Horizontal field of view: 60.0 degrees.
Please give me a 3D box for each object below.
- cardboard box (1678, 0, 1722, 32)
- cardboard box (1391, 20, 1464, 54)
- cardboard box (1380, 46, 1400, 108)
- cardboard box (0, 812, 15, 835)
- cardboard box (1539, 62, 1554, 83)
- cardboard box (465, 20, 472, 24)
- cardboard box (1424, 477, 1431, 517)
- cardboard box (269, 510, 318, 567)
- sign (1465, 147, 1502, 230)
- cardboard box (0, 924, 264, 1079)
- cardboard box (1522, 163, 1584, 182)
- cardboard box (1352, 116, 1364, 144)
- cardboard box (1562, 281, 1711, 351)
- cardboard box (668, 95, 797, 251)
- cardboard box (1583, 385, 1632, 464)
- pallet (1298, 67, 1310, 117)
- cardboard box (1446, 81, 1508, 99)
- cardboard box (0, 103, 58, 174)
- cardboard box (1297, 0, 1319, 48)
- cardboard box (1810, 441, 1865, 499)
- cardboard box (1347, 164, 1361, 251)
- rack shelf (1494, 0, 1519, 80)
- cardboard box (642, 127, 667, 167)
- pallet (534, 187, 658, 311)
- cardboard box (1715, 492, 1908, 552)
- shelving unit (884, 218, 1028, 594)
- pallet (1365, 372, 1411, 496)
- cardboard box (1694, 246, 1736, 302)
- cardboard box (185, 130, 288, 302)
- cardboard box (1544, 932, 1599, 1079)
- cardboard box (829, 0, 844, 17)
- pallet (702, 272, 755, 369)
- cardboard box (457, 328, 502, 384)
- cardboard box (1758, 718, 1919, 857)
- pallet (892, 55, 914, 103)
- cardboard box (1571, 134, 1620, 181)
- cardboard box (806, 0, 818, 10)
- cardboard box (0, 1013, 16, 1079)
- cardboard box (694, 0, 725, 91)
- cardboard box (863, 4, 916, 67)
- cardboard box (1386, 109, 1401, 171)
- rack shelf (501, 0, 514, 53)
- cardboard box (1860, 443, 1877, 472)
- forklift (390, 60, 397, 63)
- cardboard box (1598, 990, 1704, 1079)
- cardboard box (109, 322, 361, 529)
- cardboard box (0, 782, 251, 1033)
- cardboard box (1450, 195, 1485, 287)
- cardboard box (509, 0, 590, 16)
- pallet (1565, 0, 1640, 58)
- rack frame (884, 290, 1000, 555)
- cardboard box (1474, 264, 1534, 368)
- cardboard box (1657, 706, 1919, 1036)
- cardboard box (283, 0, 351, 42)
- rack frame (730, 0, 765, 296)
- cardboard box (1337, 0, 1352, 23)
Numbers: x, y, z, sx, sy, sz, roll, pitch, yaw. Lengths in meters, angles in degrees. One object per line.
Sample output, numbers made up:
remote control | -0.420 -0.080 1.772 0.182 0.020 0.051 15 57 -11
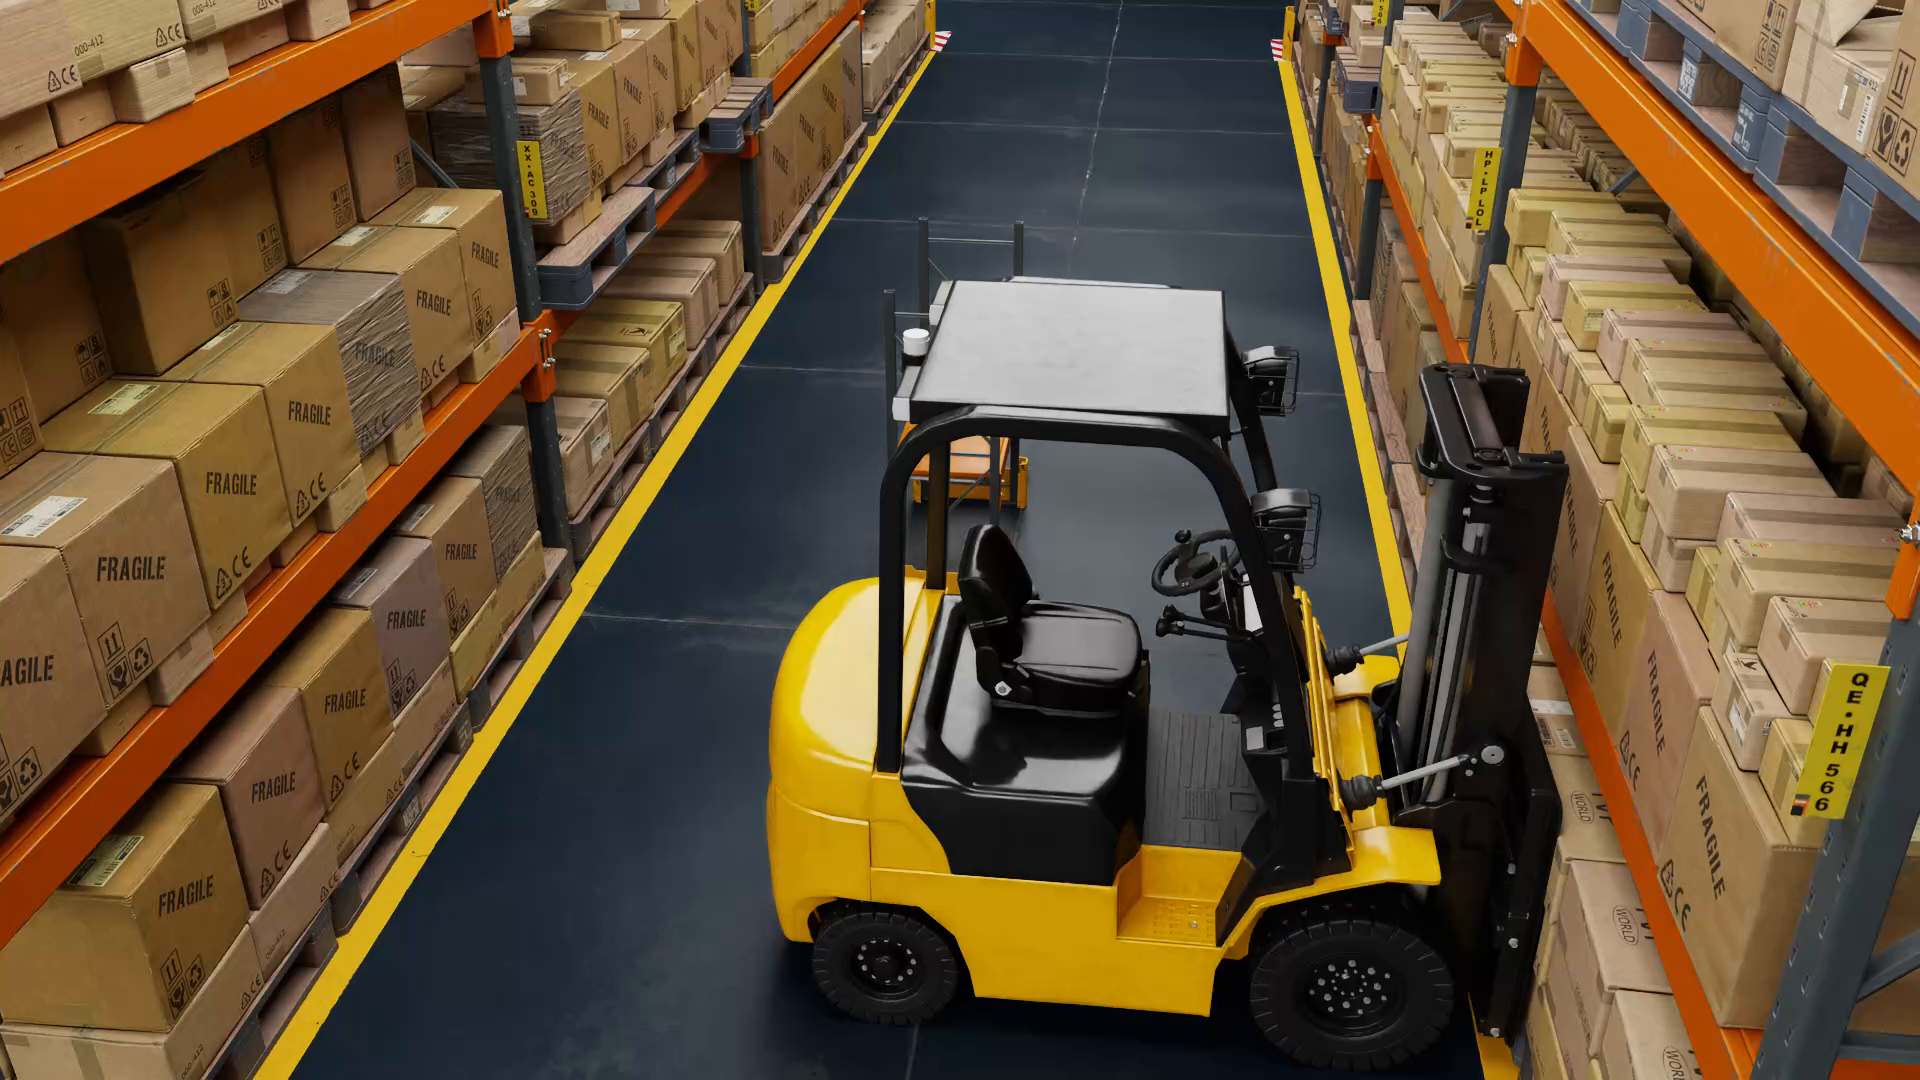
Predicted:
cardboard box | 2.244 -1.554 4.153 0.797 0.503 0.637 4 29 8
cardboard box | 2.746 -2.950 9.774 0.380 0.149 0.250 4 29 8
cardboard box | 2.756 -2.714 9.756 0.500 0.250 0.500 3 28 6
cardboard box | -2.582 0.688 4.074 0.380 0.149 0.250 3 29 6
cardboard box | 3.155 -2.432 8.812 0.380 0.149 0.250 3 28 6
cardboard box | -2.425 -2.489 8.161 0.380 0.149 0.250 2 28 4
cardboard box | 2.640 -0.256 7.624 0.875 0.625 0.625 5 29 8
cardboard box | -2.343 -0.042 5.430 0.380 0.149 0.250 3 28 5
sign | 2.048 -1.372 6.497 0.100 0.325 0.005 3 28 6
cardboard box | -2.456 1.388 4.968 0.500 0.250 0.500 3 28 6
cardboard box | 2.423 -1.496 7.075 0.380 0.149 0.250 3 28 5
cardboard box | 3.077 -2.993 12.152 0.380 0.149 0.250 2 28 4
cardboard box | 2.151 -0.710 5.303 0.380 0.149 0.250 3 28 5
cardboard box | -1.682 -2.610 11.729 0.875 0.875 0.875 3 28 6
cardboard box | 2.078 -0.339 4.926 0.380 0.149 0.250 3 28 5
pallet | 3.800 -4.307 16.023 1.003 0.211 1.213 3 28 6
cardboard box | 2.663 -2.214 8.407 0.380 0.149 0.250 3 28 6
cardboard box | -2.450 -0.991 4.029 0.380 0.149 0.250 3 28 6
cardboard box | 3.889 -5.322 17.156 0.797 0.503 0.637 2 28 4
cardboard box | 2.607 -0.182 4.635 0.380 0.149 0.250 3 28 6
cardboard box | 2.988 -2.284 11.520 0.500 0.500 0.500 3 28 5
rack shelf | 2.833 -2.816 7.910 1.077 0.370 4.000 3 28 6
cardboard box | -1.770 -2.085 8.780 0.380 0.149 0.250 4 29 8
pallet | -2.101 -1.424 7.933 1.003 0.211 1.213 3 28 6
cardboard box | 2.041 0.016 3.956 0.380 0.149 0.250 4 29 7
shelving unit | -0.009 -0.624 7.828 0.587 1.500 1.083 3 28 6
pallet | 2.786 -0.568 9.081 1.003 0.211 1.213 3 28 6
cardboard box | 2.757 -0.922 5.696 0.380 0.149 0.250 3 28 6
cardboard box | -2.781 -1.104 5.663 0.700 0.500 0.500 3 28 5
cardboard box | 1.919 1.335 4.538 0.500 0.250 0.500 3 28 6
cardboard box | -1.227 -4.391 13.397 0.500 0.250 0.500 3 28 5
pallet | -1.946 -1.445 10.709 1.003 0.211 1.213 3 28 6
cardboard box | -2.100 -0.760 6.762 0.380 0.149 0.250 4 29 7
cardboard box | 1.862 0.503 3.364 0.380 0.149 0.250 4 29 7
pallet | -1.041 -4.624 16.611 1.003 0.211 1.213 3 28 6
cardboard box | 2.971 -1.715 7.482 0.380 0.149 0.250 3 28 6
cardboard box | -1.329 -4.133 12.391 0.500 0.250 0.500 4 29 7
cardboard box | -2.994 1.344 5.049 0.500 0.250 0.500 3 28 6
cardboard box | -1.681 -2.926 9.656 0.500 0.500 0.500 3 28 5
cardboard box | -0.954 -5.115 16.840 0.875 0.438 0.875 4 29 8
cardboard box | 2.714 -2.256 9.433 0.500 0.250 0.500 3 28 5
rack shelf | -2.094 -3.102 8.442 1.077 0.370 4.000 3 28 6
cardboard box | 2.617 -0.199 4.354 0.380 0.149 0.250 3 28 5
forklift | -4.291 -2.931 10.601 1.130 2.935 3.031 4 29 7
cardboard box | 1.844 1.363 3.959 0.500 0.250 0.500 4 29 8
cardboard box | -2.320 -0.380 5.373 0.500 0.500 0.500 3 28 5
cardboard box | -2.454 1.046 4.811 0.500 0.500 0.500 2 28 4
cardboard box | 2.394 -1.270 7.077 0.500 0.250 0.500 3 28 5
cardboard box | -2.249 -2.705 9.247 0.500 0.500 0.500 4 29 7
pallet | 2.509 -1.749 5.265 1.003 0.211 1.213 3 28 6
rack frame | -0.073 -0.381 7.376 0.500 1.500 0.032 3 28 6
cardboard box | 2.274 -0.721 6.320 0.500 0.500 0.500 3 28 5
cardboard box | 1.897 0.722 3.643 0.500 0.500 0.500 3 28 5
cardboard box | -2.215 -1.717 5.377 0.380 0.149 0.250 4 29 8
rack frame | -1.849 -3.040 10.730 1.000 3.000 0.127 3 28 6
cardboard box | 3.127 -4.037 12.033 0.700 0.500 0.500 3 28 6
